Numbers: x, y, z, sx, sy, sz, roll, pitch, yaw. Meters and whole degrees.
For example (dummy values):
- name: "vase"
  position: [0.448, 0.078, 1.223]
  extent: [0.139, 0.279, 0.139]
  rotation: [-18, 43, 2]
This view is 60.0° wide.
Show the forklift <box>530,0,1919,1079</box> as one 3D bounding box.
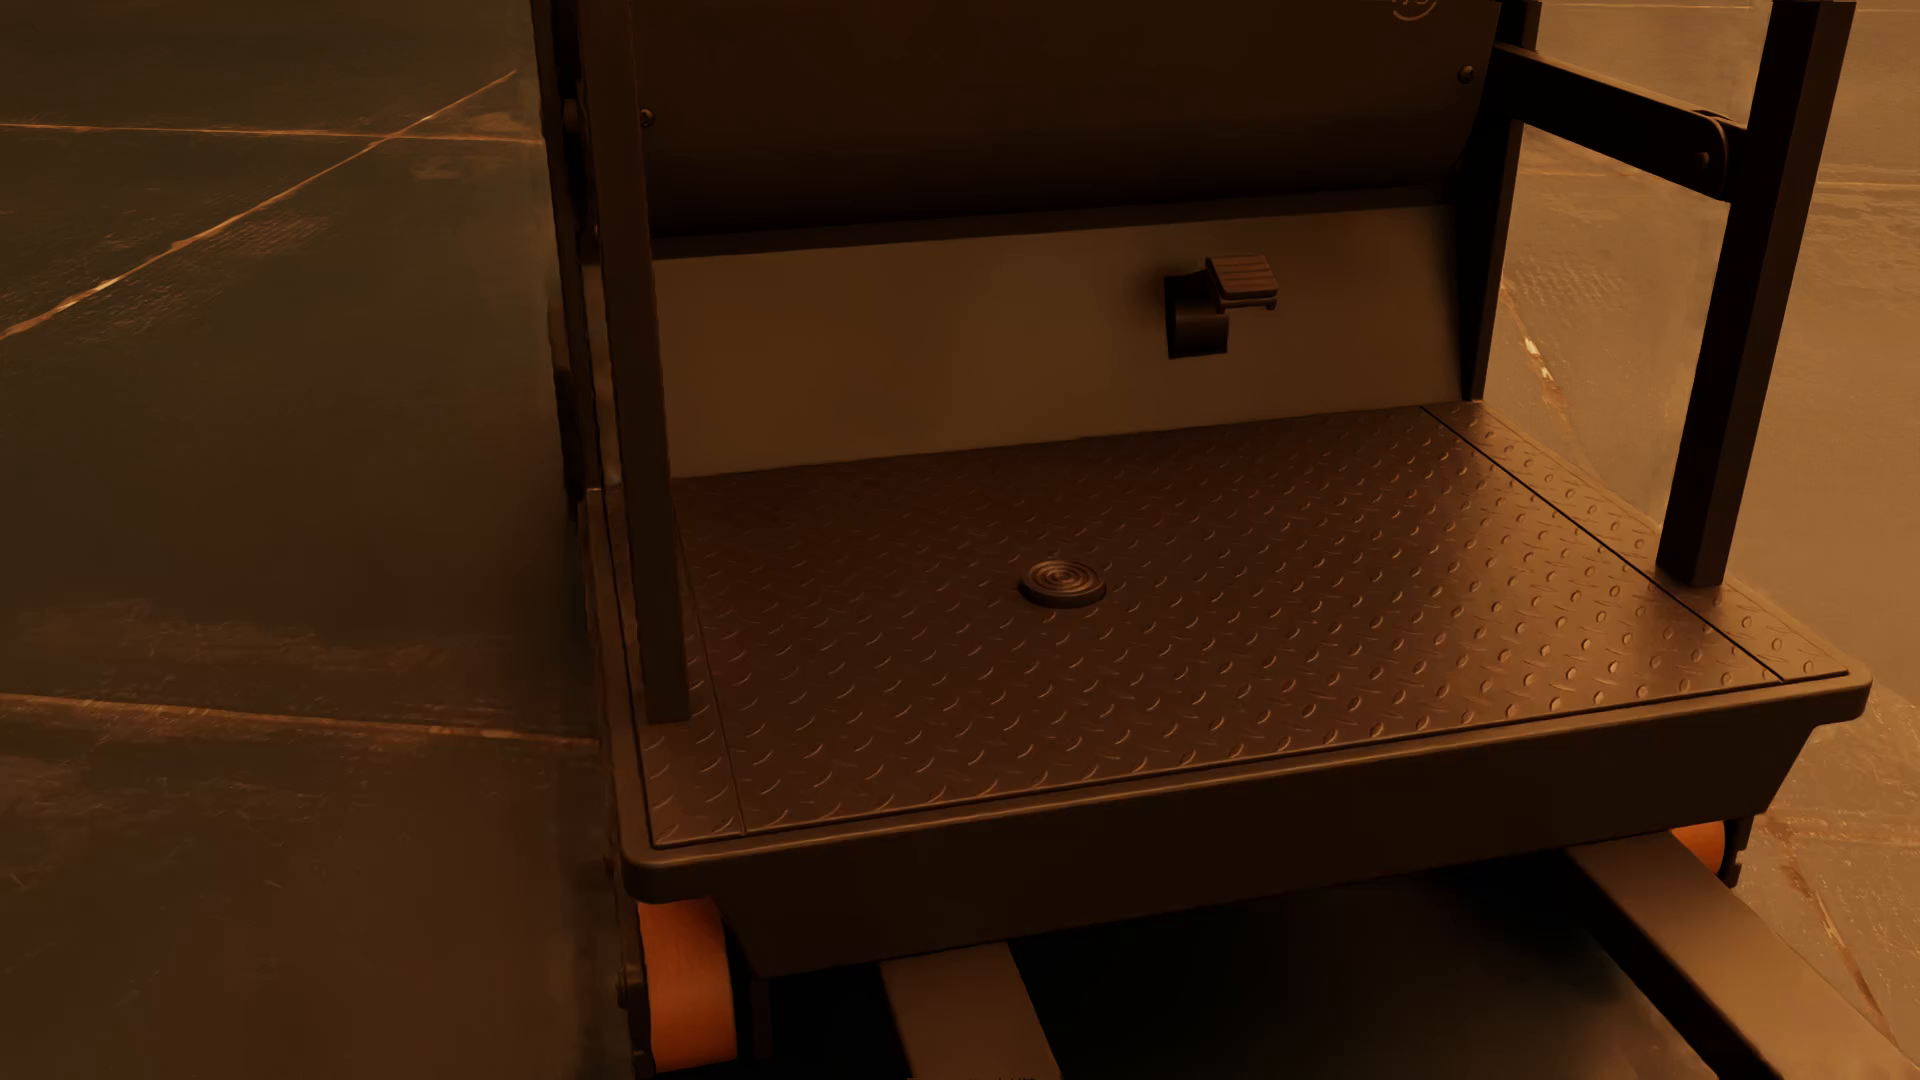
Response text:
- name: "forklift"
  position: [0.166, -1.016, 1.252]
  extent: [1.130, 2.935, 3.031]
  rotation: [-6, 27, -13]
